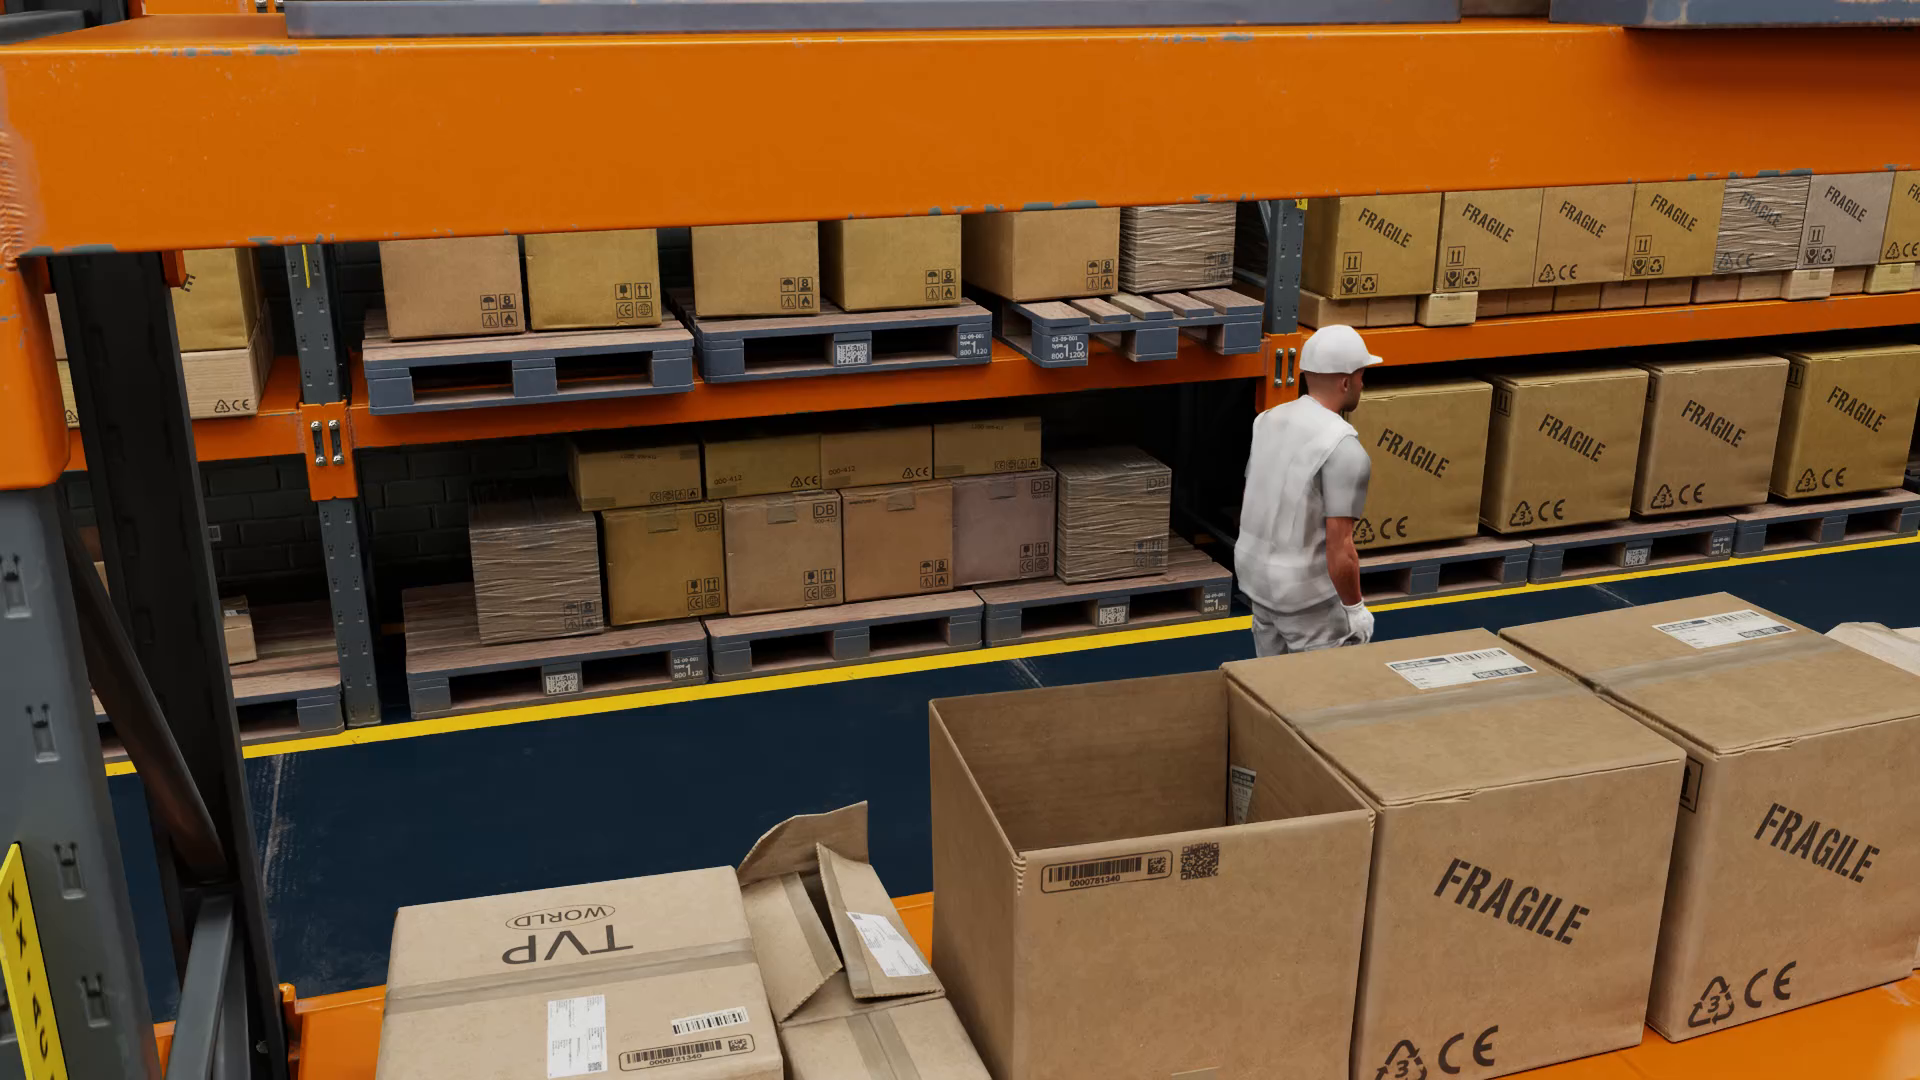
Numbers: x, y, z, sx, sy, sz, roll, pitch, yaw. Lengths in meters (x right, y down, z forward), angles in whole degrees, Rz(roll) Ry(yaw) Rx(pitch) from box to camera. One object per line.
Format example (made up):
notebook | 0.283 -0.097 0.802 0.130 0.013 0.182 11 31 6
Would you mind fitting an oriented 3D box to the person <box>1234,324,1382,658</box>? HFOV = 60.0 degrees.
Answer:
person | 1.157 0.171 5.547 0.452 1.779 0.618 -7 20 -21
